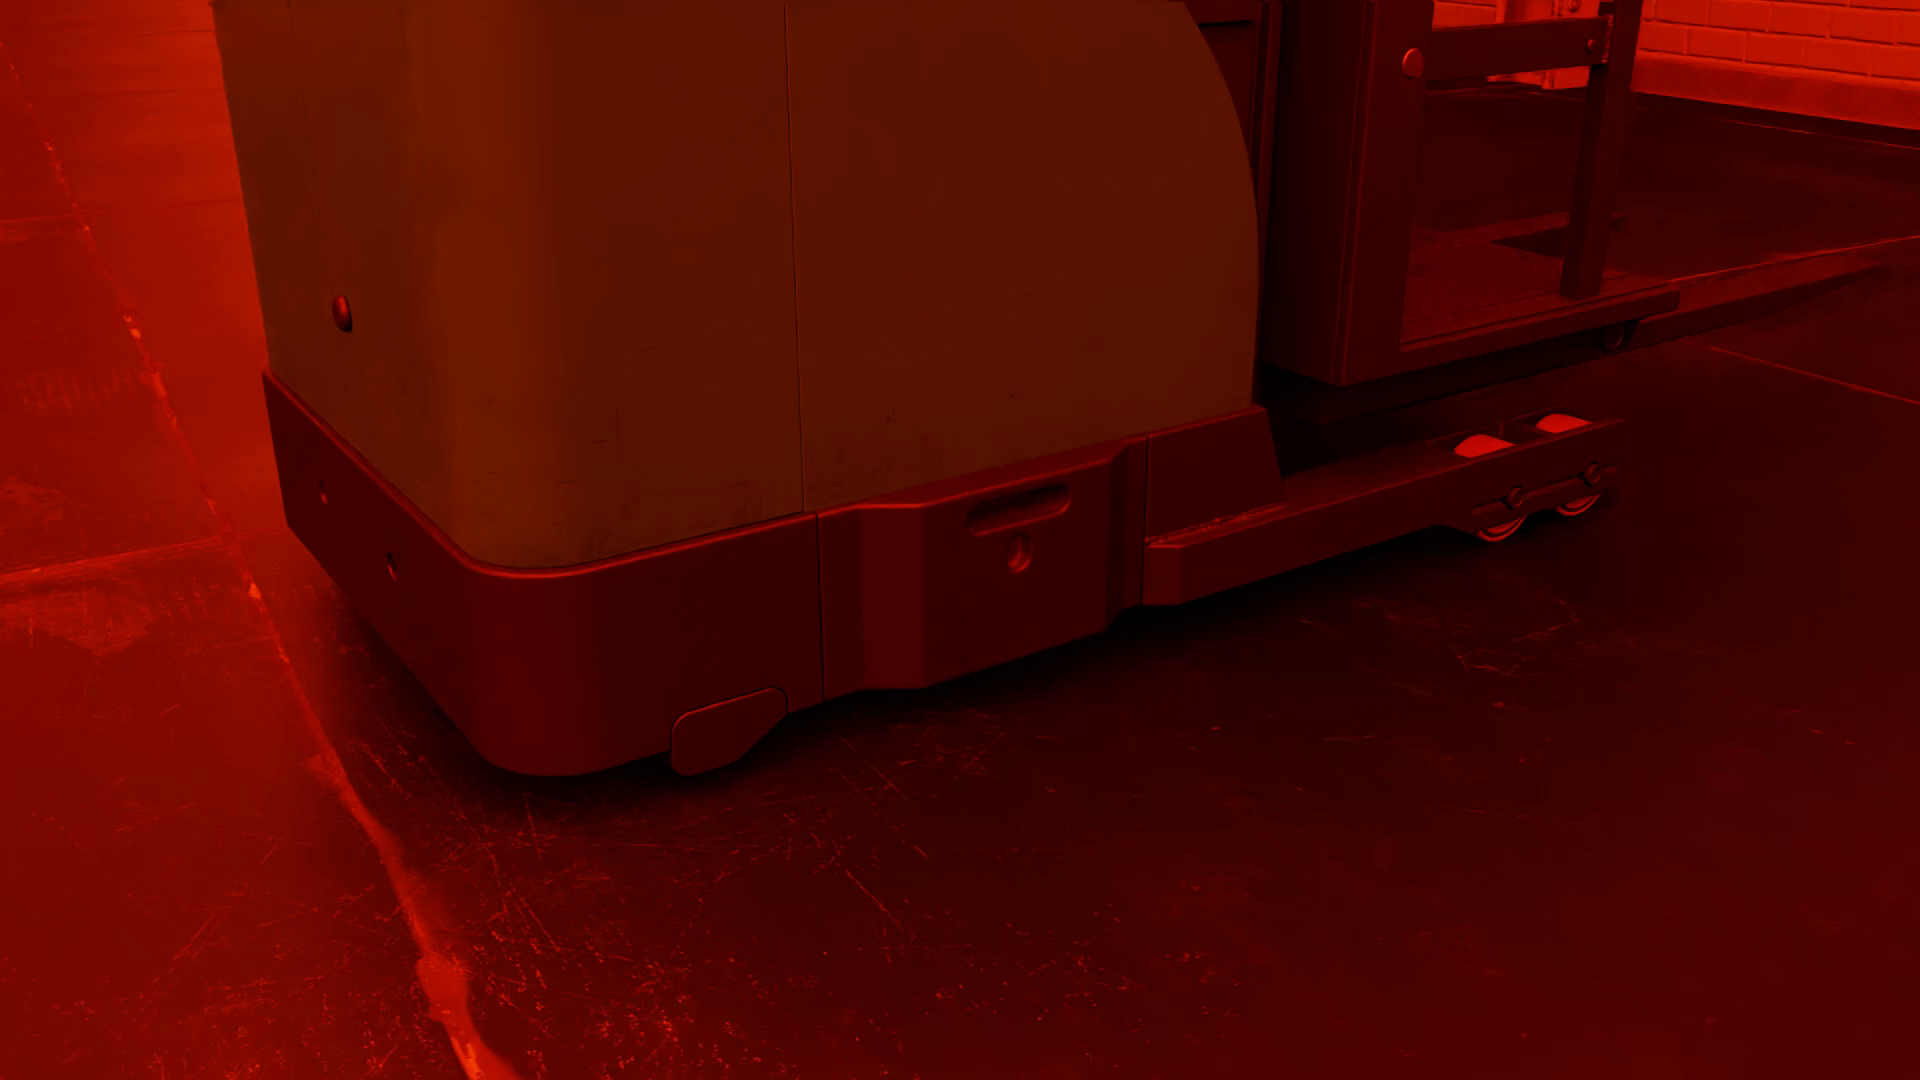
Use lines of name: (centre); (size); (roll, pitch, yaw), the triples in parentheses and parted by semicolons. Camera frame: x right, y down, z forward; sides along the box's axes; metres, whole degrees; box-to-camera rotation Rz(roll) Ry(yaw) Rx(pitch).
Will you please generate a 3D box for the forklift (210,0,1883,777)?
forklift: (0.478, -1.504, 2.438); (3.031, 2.935, 1.130); (-15, 26, -32)
